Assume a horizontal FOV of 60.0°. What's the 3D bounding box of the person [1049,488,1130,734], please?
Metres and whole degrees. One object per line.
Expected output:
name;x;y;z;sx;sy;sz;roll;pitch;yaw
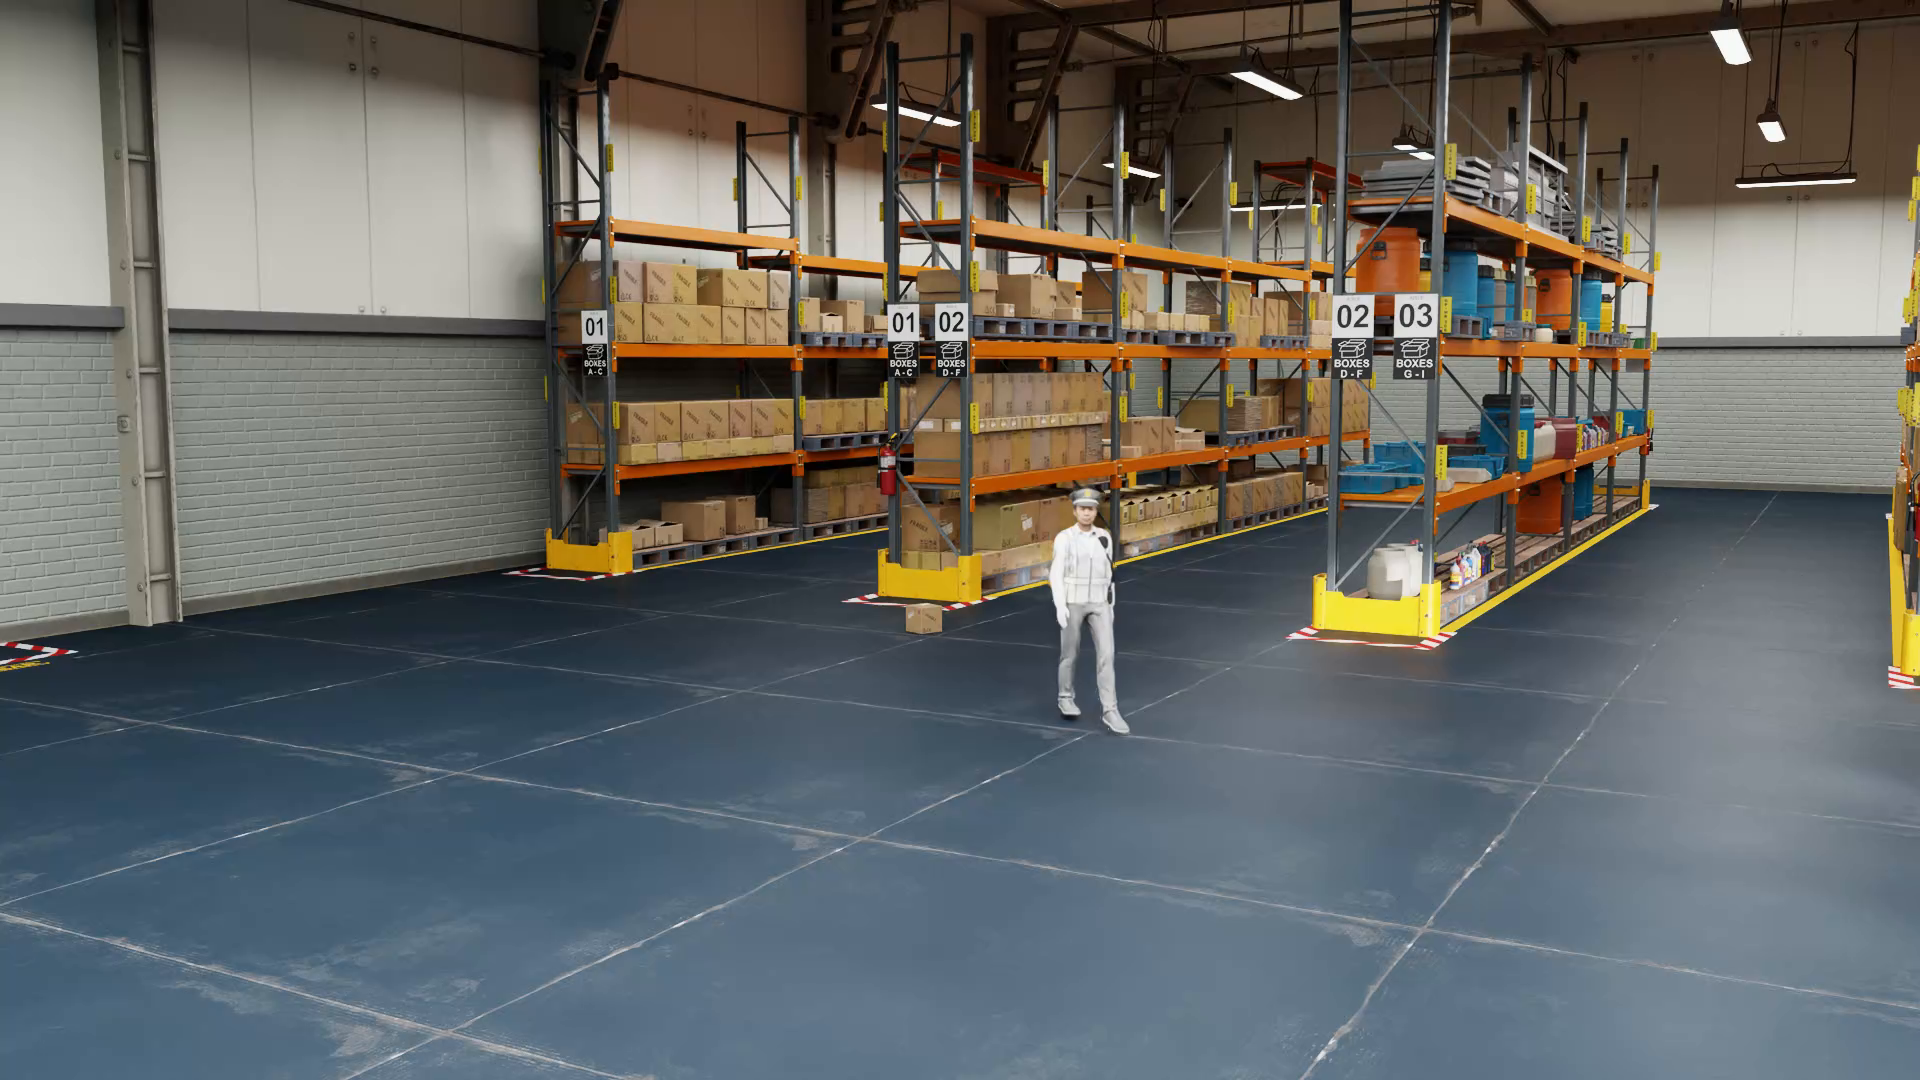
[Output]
person;0.900;0.468;11.714;0.520;1.657;0.869;-1;6;-11
